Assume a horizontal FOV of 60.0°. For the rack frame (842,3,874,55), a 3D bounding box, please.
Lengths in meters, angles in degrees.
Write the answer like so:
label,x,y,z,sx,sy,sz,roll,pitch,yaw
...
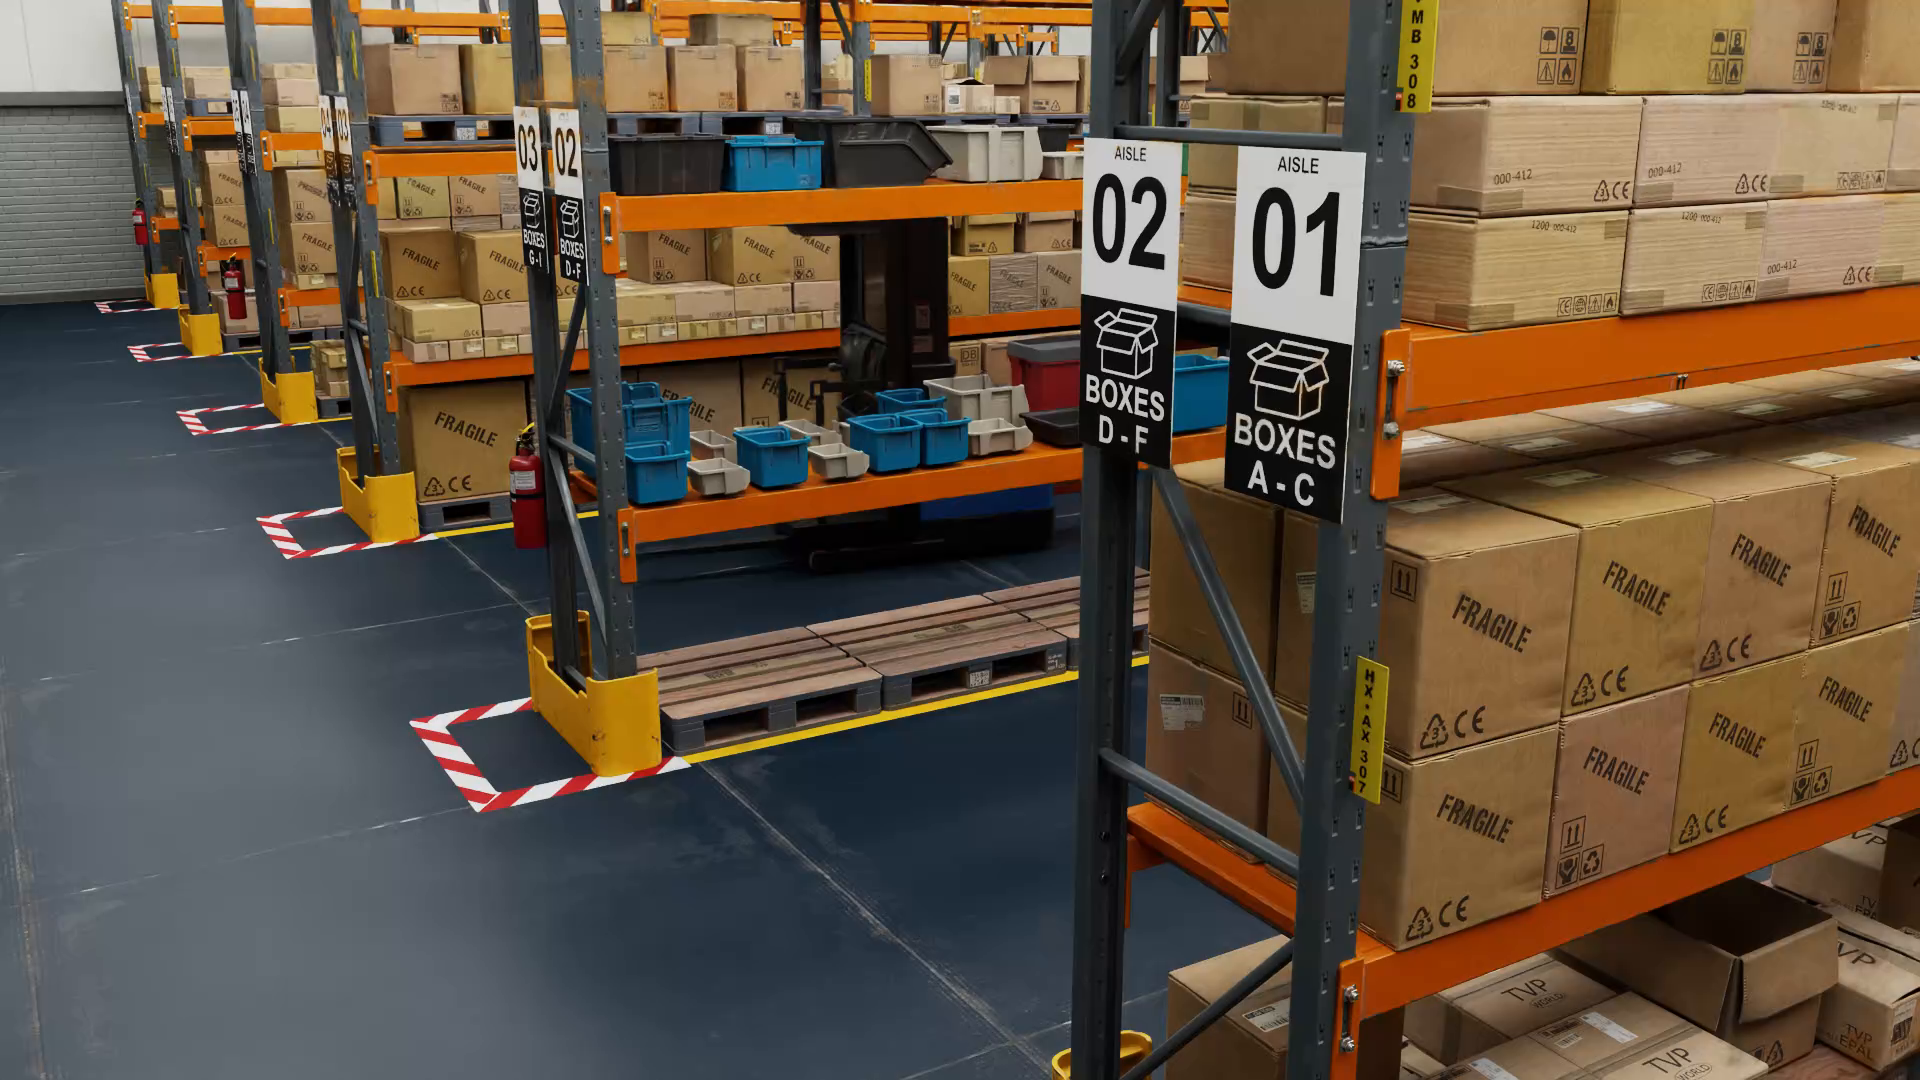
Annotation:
label,x,y,z,sx,sy,sz,roll,pitch,yaw
rack frame,-1.841,-9.573,29.887,0.127,3.000,1.000,-9,18,-30

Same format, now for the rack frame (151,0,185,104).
label,x,y,z,sx,sy,sz,roll,pitch,yaw
rack frame,-9.568,-6.757,19.841,0.127,3.000,1.000,-9,18,-30

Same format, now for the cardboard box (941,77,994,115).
label,x,y,z,sx,sy,sz,roll,pitch,yaw
cardboard box,-0.049,-3.866,14.475,0.500,0.311,0.500,-10,18,-32

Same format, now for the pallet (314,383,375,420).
label,x,y,z,sx,sy,sz,roll,pitch,yaw
pallet,-6.152,-1.509,17.403,1.213,0.211,1.003,-9,18,-30

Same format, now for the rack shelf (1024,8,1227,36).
label,x,y,z,sx,sy,sz,roll,pitch,yaw
rack shelf,2.433,-8.355,26.881,4.000,0.370,1.077,-9,18,-30

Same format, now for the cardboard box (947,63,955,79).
label,x,y,z,sx,sy,sz,roll,pitch,yaw
cardboard box,-0.411,-7.291,25.879,0.500,0.250,0.500,-10,18,-31

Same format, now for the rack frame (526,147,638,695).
label,x,y,z,sx,sy,sz,roll,pitch,yaw
rack frame,-1.914,-0.429,8.384,0.127,3.000,1.000,-9,18,-30

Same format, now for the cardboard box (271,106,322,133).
label,x,y,z,sx,sy,sz,roll,pitch,yaw
cardboard box,-6.416,-4.112,16.243,0.500,0.250,0.500,-8,18,-28

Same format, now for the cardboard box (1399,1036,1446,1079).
label,x,y,z,sx,sy,sz,roll,pitch,yaw
cardboard box,1.367,1.702,5.216,0.250,0.166,0.380,-9,18,-30

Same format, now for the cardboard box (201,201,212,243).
label,x,y,z,sx,sy,sz,roll,pitch,yaw
cardboard box,-9.291,-4.044,21.095,0.500,0.500,0.500,-9,18,-29

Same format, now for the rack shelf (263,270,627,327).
label,x,y,z,sx,sy,sz,roll,pitch,yaw
rack shelf,-5.218,-2.668,17.704,4.000,0.370,1.077,-9,18,-30

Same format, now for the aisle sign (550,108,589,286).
label,x,y,z,sx,sy,sz,roll,pitch,yaw
aisle sign,-1.822,-1.602,7.752,0.004,0.787,0.394,-9,18,-30

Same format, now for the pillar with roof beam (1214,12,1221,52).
label,x,y,z,sx,sy,sz,roll,pitch,yaw
pillar with roof beam,7.887,-10.078,31.691,0.400,9.000,9.100,-9,18,-30

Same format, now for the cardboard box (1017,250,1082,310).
label,x,y,z,sx,sy,sz,roll,pitch,yaw
cardboard box,0.787,-2.398,15.222,0.500,0.500,0.500,-9,18,-29

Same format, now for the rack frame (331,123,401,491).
label,x,y,z,sx,sy,sz,roll,pitch,yaw
rack frame,-4.464,-1.575,12.472,0.127,3.000,1.000,-9,18,-30

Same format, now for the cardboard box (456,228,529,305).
label,x,y,z,sx,sy,sz,roll,pitch,yaw
cardboard box,-3.485,-2.081,12.614,0.500,0.500,0.500,-10,18,-31

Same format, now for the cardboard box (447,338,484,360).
label,x,y,z,sx,sy,sz,roll,pitch,yaw
cardboard box,-3.771,-1.463,12.538,0.250,0.149,0.380,-10,18,-31

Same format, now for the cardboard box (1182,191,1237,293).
label,x,y,z,sx,sy,sz,roll,pitch,yaw
cardboard box,0.939,-0.787,4.381,0.500,0.250,0.500,-9,18,-30

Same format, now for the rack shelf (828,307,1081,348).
label,x,y,z,sx,sy,sz,roll,pitch,yaw
rack shelf,0.679,-2.063,15.544,4.000,0.370,1.077,-9,18,-30

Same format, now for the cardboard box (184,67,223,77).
label,x,y,z,sx,sy,sz,roll,pitch,yaw
cardboard box,-11.172,-6.842,24.503,0.500,0.250,0.500,-9,18,-30

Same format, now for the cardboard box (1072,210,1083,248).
label,x,y,z,sx,sy,sz,roll,pitch,yaw
cardboard box,1.198,-3.031,15.620,0.637,0.503,0.797,-9,18,-28

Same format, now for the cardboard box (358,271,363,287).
label,x,y,z,sx,sy,sz,roll,pitch,yaw
cardboard box,-6.031,-2.655,16.789,0.250,0.149,0.380,-10,18,-31

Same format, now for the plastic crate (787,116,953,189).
label,x,y,z,sx,sy,sz,roll,pitch,yaw
plastic crate,-0.462,-1.992,8.518,0.767,0.338,0.504,-9,18,-30

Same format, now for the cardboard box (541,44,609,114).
label,x,y,z,sx,sy,sz,roll,pitch,yaw
cardboard box,-3.084,-3.536,12.761,0.500,0.500,0.700,-11,19,-33

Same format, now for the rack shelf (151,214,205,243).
label,x,y,z,sx,sy,sz,roll,pitch,yaw
rack shelf,-10.413,-4.948,25.835,4.000,0.370,1.077,-9,18,-30

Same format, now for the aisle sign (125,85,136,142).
label,x,y,z,sx,sy,sz,roll,pitch,yaw
aisle sign,-12.035,-6.190,24.119,0.004,0.787,0.394,-9,18,-30

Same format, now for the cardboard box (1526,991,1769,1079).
label,x,y,z,sx,sy,sz,roll,pitch,yaw
cardboard box,2.104,1.681,5.137,0.500,0.250,0.500,-9,18,-30

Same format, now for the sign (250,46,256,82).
label,x,y,z,sx,sy,sz,roll,pitch,yaw
sign,-6.653,-4.476,15.645,0.005,0.325,0.100,-9,18,-30

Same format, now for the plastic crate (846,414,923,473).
label,x,y,z,sx,sy,sz,roll,pitch,yaw
plastic crate,-0.404,-0.519,8.902,0.300,0.233,0.416,-9,18,-30

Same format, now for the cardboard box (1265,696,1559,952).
label,x,y,z,sx,sy,sz,roll,pitch,yaw
cardboard box,1.150,0.669,4.282,0.500,0.500,0.500,-9,18,-29

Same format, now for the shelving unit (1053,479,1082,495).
label,x,y,z,sx,sy,sz,roll,pitch,yaw
shelving unit,0.834,-0.640,12.470,0.503,1.200,0.258,-6,17,-20

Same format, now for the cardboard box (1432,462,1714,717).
label,x,y,z,sx,sy,sz,roll,pitch,yaw
cardboard box,1.595,0.113,4.413,0.500,0.500,0.500,-9,18,-29

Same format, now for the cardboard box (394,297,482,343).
label,x,y,z,sx,sy,sz,roll,pitch,yaw
cardboard box,-3.914,-1.650,12.467,0.500,0.250,0.500,-10,18,-31

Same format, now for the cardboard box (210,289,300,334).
label,x,y,z,sx,sy,sz,roll,pitch,yaw
cardboard box,-9.054,-2.951,21.350,0.875,0.438,0.875,-10,18,-32

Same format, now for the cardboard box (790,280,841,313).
label,x,y,z,sx,sy,sz,roll,pitch,yaw
cardboard box,-1.279,-2.080,14.000,0.500,0.250,0.500,-10,18,-31

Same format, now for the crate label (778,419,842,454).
label,x,y,z,sx,sy,sz,roll,pitch,yaw
crate label,-0.826,-0.568,9.255,0.243,0.136,0.396,-9,18,-30

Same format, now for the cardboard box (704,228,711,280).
label,x,y,z,sx,sy,sz,roll,pitch,yaw
cardboard box,-2.004,-2.489,14.070,0.500,0.500,0.500,-9,18,-30

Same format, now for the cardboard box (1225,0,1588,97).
label,x,y,z,sx,sy,sz,roll,pitch,yaw
cardboard box,1.066,-1.332,4.008,0.500,0.500,0.700,-9,18,-30

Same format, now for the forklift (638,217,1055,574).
label,x,y,z,sx,sy,sz,roll,pitch,yaw
forklift,-0.876,-1.336,11.745,3.031,2.935,1.130,-6,17,-20

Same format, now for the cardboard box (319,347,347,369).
label,x,y,z,sx,sy,sz,roll,pitch,yaw
cardboard box,-6.308,-1.847,16.843,0.250,0.149,0.380,-10,19,-32

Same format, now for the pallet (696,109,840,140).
label,x,y,z,sx,sy,sz,roll,pitch,yaw
pallet,-1.742,-3.421,13.665,1.213,0.211,1.003,-9,18,-30

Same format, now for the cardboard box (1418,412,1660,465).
label,x,y,z,sx,sy,sz,roll,pitch,yaw
cardboard box,1.749,-0.081,5.105,0.500,0.500,0.500,-9,18,-28

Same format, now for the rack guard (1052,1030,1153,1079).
label,x,y,z,sx,sy,sz,roll,pitch,yaw
rack guard,0.699,1.910,4.668,0.348,0.500,1.175,-9,18,-30

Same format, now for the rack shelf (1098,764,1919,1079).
label,x,y,z,sx,sy,sz,roll,pitch,yaw
rack shelf,2.349,0.786,5.382,4.000,0.370,1.077,-9,18,-30

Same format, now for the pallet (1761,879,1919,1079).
label,x,y,z,sx,sy,sz,roll,pitch,yaw
pallet,3.474,1.599,6.314,1.213,0.211,1.003,-9,18,-30

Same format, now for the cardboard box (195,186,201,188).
label,x,y,z,sx,sy,sz,roll,pitch,yaw
cardboard box,-11.427,-5.284,25.428,0.500,0.250,0.500,-9,18,-30

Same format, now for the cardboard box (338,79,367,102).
label,x,y,z,sx,sy,sz,roll,pitch,yaw
cardboard box,-5.975,-4.423,16.426,0.500,0.250,0.500,-9,18,-30

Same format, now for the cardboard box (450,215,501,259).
label,x,y,z,sx,sy,sz,roll,pitch,yaw
cardboard box,-5.099,-3.144,17.333,0.500,0.500,0.500,-10,18,-31

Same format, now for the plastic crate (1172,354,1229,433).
label,x,y,z,sx,sy,sz,roll,pitch,yaw
plastic crate,1.291,-0.863,9.848,0.575,0.384,0.392,-9,18,-30

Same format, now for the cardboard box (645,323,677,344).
label,x,y,z,sx,sy,sz,roll,pitch,yaw
cardboard box,-2.448,-1.678,13.305,0.250,0.149,0.380,-9,18,-29

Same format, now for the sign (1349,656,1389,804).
label,x,y,z,sx,sy,sz,roll,pitch,yaw
sign,0.914,0.426,3.729,0.005,0.325,0.100,-9,18,-30

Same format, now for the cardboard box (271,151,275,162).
label,x,y,z,sx,sy,sz,roll,pitch,yaw
cardboard box,-8.651,-4.758,20.586,0.250,0.149,0.380,-9,18,-28

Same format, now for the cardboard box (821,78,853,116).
label,x,y,z,sx,sy,sz,roll,pitch,yaw
cardboard box,-1.286,-5.062,19.168,0.500,0.500,0.500,-9,18,-30

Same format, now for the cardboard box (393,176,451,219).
label,x,y,z,sx,sy,sz,roll,pitch,yaw
cardboard box,-5.524,-3.549,16.926,0.500,0.500,0.500,-10,18,-31

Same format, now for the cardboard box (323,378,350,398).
label,x,y,z,sx,sy,sz,roll,pitch,yaw
cardboard box,-6.318,-1.565,16.939,0.250,0.149,0.380,-9,18,-29
